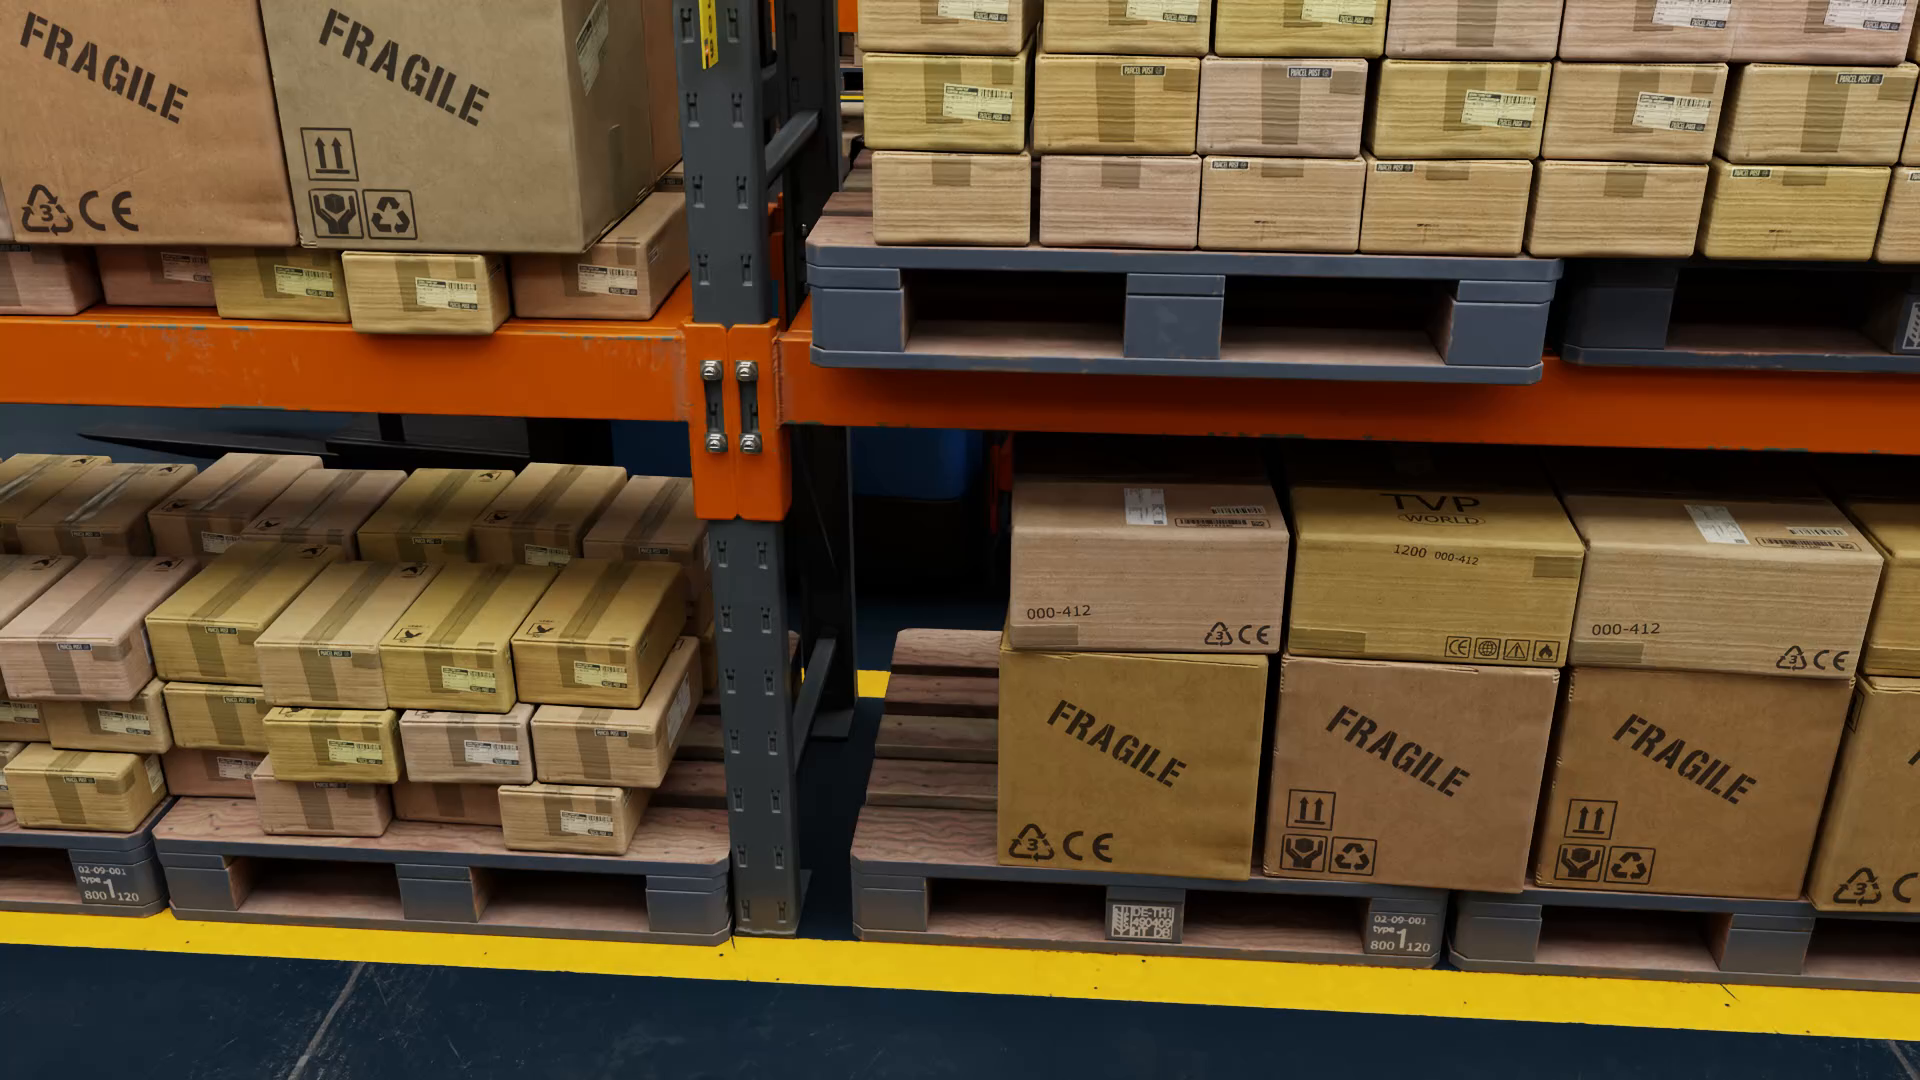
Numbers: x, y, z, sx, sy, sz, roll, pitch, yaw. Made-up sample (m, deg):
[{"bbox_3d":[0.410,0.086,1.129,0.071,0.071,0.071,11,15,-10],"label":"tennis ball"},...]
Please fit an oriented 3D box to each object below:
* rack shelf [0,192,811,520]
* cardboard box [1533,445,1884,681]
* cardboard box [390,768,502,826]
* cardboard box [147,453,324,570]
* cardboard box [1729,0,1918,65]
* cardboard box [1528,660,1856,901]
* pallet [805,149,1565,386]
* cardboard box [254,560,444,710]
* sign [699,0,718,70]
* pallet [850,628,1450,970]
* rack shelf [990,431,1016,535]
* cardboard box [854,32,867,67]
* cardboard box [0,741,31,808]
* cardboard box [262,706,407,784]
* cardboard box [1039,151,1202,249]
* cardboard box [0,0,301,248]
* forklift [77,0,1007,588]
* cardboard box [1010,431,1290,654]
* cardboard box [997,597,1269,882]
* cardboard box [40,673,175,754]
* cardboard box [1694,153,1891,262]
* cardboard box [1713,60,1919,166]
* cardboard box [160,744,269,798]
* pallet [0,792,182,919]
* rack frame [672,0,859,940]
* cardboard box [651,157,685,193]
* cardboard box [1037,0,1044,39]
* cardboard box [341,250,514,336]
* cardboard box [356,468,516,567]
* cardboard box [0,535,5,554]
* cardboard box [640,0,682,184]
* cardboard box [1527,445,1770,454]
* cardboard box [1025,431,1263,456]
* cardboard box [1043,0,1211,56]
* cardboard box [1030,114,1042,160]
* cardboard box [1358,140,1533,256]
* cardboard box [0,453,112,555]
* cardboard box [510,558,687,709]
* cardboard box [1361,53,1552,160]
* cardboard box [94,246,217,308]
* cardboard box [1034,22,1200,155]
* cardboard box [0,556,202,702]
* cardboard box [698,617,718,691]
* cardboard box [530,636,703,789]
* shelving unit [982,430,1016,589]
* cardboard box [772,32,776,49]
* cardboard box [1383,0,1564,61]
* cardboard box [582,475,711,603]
[{"bbox_3d":[-2.360,-0.482,3.569,4.000,0.370,1.077,2,25,4],"label":"rack shelf"},{"bbox_3d":[1.390,0.028,3.192,0.500,0.250,0.500,3,25,6],"label":"cardboard box"},{"bbox_3d":[-1.036,0.446,3.600,0.250,0.149,0.380,3,25,5],"label":"cardboard box"},{"bbox_3d":[-1.729,-0.070,4.010,0.250,0.149,0.380,2,25,5],"label":"cardboard box"},{"bbox_3d":[1.281,-0.846,2.587,0.250,0.149,0.380,3,25,6],"label":"cardboard box"},{"bbox_3d":[1.401,0.362,3.363,0.500,0.500,0.500,2,25,5],"label":"cardboard box"},{"bbox_3d":[0.385,-0.572,3.134,1.213,0.211,1.003,2,25,4],"label":"pallet"},{"bbox_3d":[-1.247,0.190,3.445,0.250,0.149,0.380,2,25,4],"label":"cardboard box"},{"bbox_3d":[-0.400,-0.911,2.606,0.005,0.325,0.100,2,25,4],"label":"sign"},{"bbox_3d":[0.410,0.547,3.809,1.213,0.211,1.003,2,25,4],"label":"pallet"},{"bbox_3d":[0.629,-0.205,4.934,1.000,0.278,0.538,5,25,11],"label":"rack shelf"},{"bbox_3d":[-0.646,-3.735,12.547,0.258,0.266,0.396,3,25,6],"label":"cardboard box"},{"bbox_3d":[-2.070,0.420,3.657,0.250,0.149,0.380,2,25,5],"label":"cardboard box"},{"bbox_3d":[-1.244,0.343,3.469,0.250,0.149,0.380,1,25,2],"label":"cardboard box"},{"bbox_3d":[0.268,-0.610,2.786,0.250,0.149,0.380,2,25,5],"label":"cardboard box"},{"bbox_3d":[-1.388,-0.840,3.011,0.500,0.500,0.500,1,25,3],"label":"cardboard box"},{"bbox_3d":[-1.362,-1.489,4.979,3.031,2.935,1.130,5,25,11],"label":"forklift"},{"bbox_3d":[0.351,-0.006,3.266,0.500,0.250,0.500,1,25,2],"label":"cardboard box"},{"bbox_3d":[0.350,0.335,3.422,0.500,0.500,0.500,3,25,6],"label":"cardboard box"},{"bbox_3d":[-1.742,0.294,3.576,0.250,0.149,0.380,2,25,5],"label":"cardboard box"},{"bbox_3d":[1.294,-0.577,2.714,0.250,0.149,0.380,1,25,3],"label":"cardboard box"},{"bbox_3d":[1.300,-0.712,2.651,0.250,0.149,0.380,1,25,3],"label":"cardboard box"},{"bbox_3d":[-1.558,0.406,3.688,0.250,0.149,0.380,1,25,3],"label":"cardboard box"},{"bbox_3d":[-2.258,0.478,3.959,1.213,0.211,1.003,2,25,4],"label":"pallet"},{"bbox_3d":[-0.366,-0.744,3.279,0.127,3.000,1.000,2,25,4],"label":"rack frame"},{"bbox_3d":[-0.623,-0.776,3.648,0.250,0.149,0.380,3,25,6],"label":"cardboard box"},{"bbox_3d":[0.046,-1.026,3.333,0.250,0.149,0.380,3,25,6],"label":"cardboard box"},{"bbox_3d":[-0.934,-0.505,3.059,0.250,0.149,0.380,1,25,3],"label":"cardboard box"},{"bbox_3d":[-1.220,-0.029,3.920,0.250,0.149,0.380,2,25,3],"label":"cardboard box"},{"bbox_3d":[-2.286,0.122,3.593,0.250,0.149,0.380,2,25,4],"label":"cardboard box"},{"bbox_3d":[-0.841,-1.046,3.459,0.500,0.500,0.500,1,25,3],"label":"cardboard box"},{"bbox_3d":[1.436,-0.189,3.663,0.500,0.250,0.500,1,25,2],"label":"cardboard box"},{"bbox_3d":[0.396,-0.222,3.734,0.500,0.250,0.500,1,25,3],"label":"cardboard box"},{"bbox_3d":[0.270,-0.881,2.662,0.250,0.149,0.380,3,25,5],"label":"cardboard box"},{"bbox_3d":[0.045,-0.891,3.396,0.250,0.149,0.380,1,25,3],"label":"cardboard box"},{"bbox_3d":[0.768,-0.592,2.747,0.250,0.149,0.380,2,25,5],"label":"cardboard box"},{"bbox_3d":[-2.250,-0.068,4.006,0.250,0.149,0.380,2,25,4],"label":"cardboard box"},{"bbox_3d":[-0.741,0.187,3.452,0.250,0.149,0.380,3,25,5],"label":"cardboard box"},{"bbox_3d":[0.767,-0.728,2.686,0.250,0.149,0.380,1,25,2],"label":"cardboard box"},{"bbox_3d":[-1.448,-0.575,3.212,0.250,0.149,0.380,1,25,3],"label":"cardboard box"},{"bbox_3d":[0.250,-0.744,2.722,0.250,0.149,0.380,1,25,3],"label":"cardboard box"},{"bbox_3d":[-1.777,0.179,3.469,0.250,0.149,0.380,1,25,1],"label":"cardboard box"},{"bbox_3d":[-0.704,0.214,4.104,0.250,0.149,0.380,1,25,2],"label":"cardboard box"},{"bbox_3d":[-0.704,0.347,3.459,0.250,0.149,0.380,2,25,5],"label":"cardboard box"},{"bbox_3d":[0.629,-0.427,4.832,1.048,1.125,0.538,5,25,11],"label":"shelving unit"},{"bbox_3d":[-1.213,-3.927,12.684,0.500,0.500,0.700,1,25,2],"label":"cardboard box"},{"bbox_3d":[0.774,-0.862,2.622,0.250,0.149,0.380,2,25,3],"label":"cardboard box"},{"bbox_3d":[-0.694,-0.008,3.875,0.250,0.149,0.380,3,25,6],"label":"cardboard box"}]
